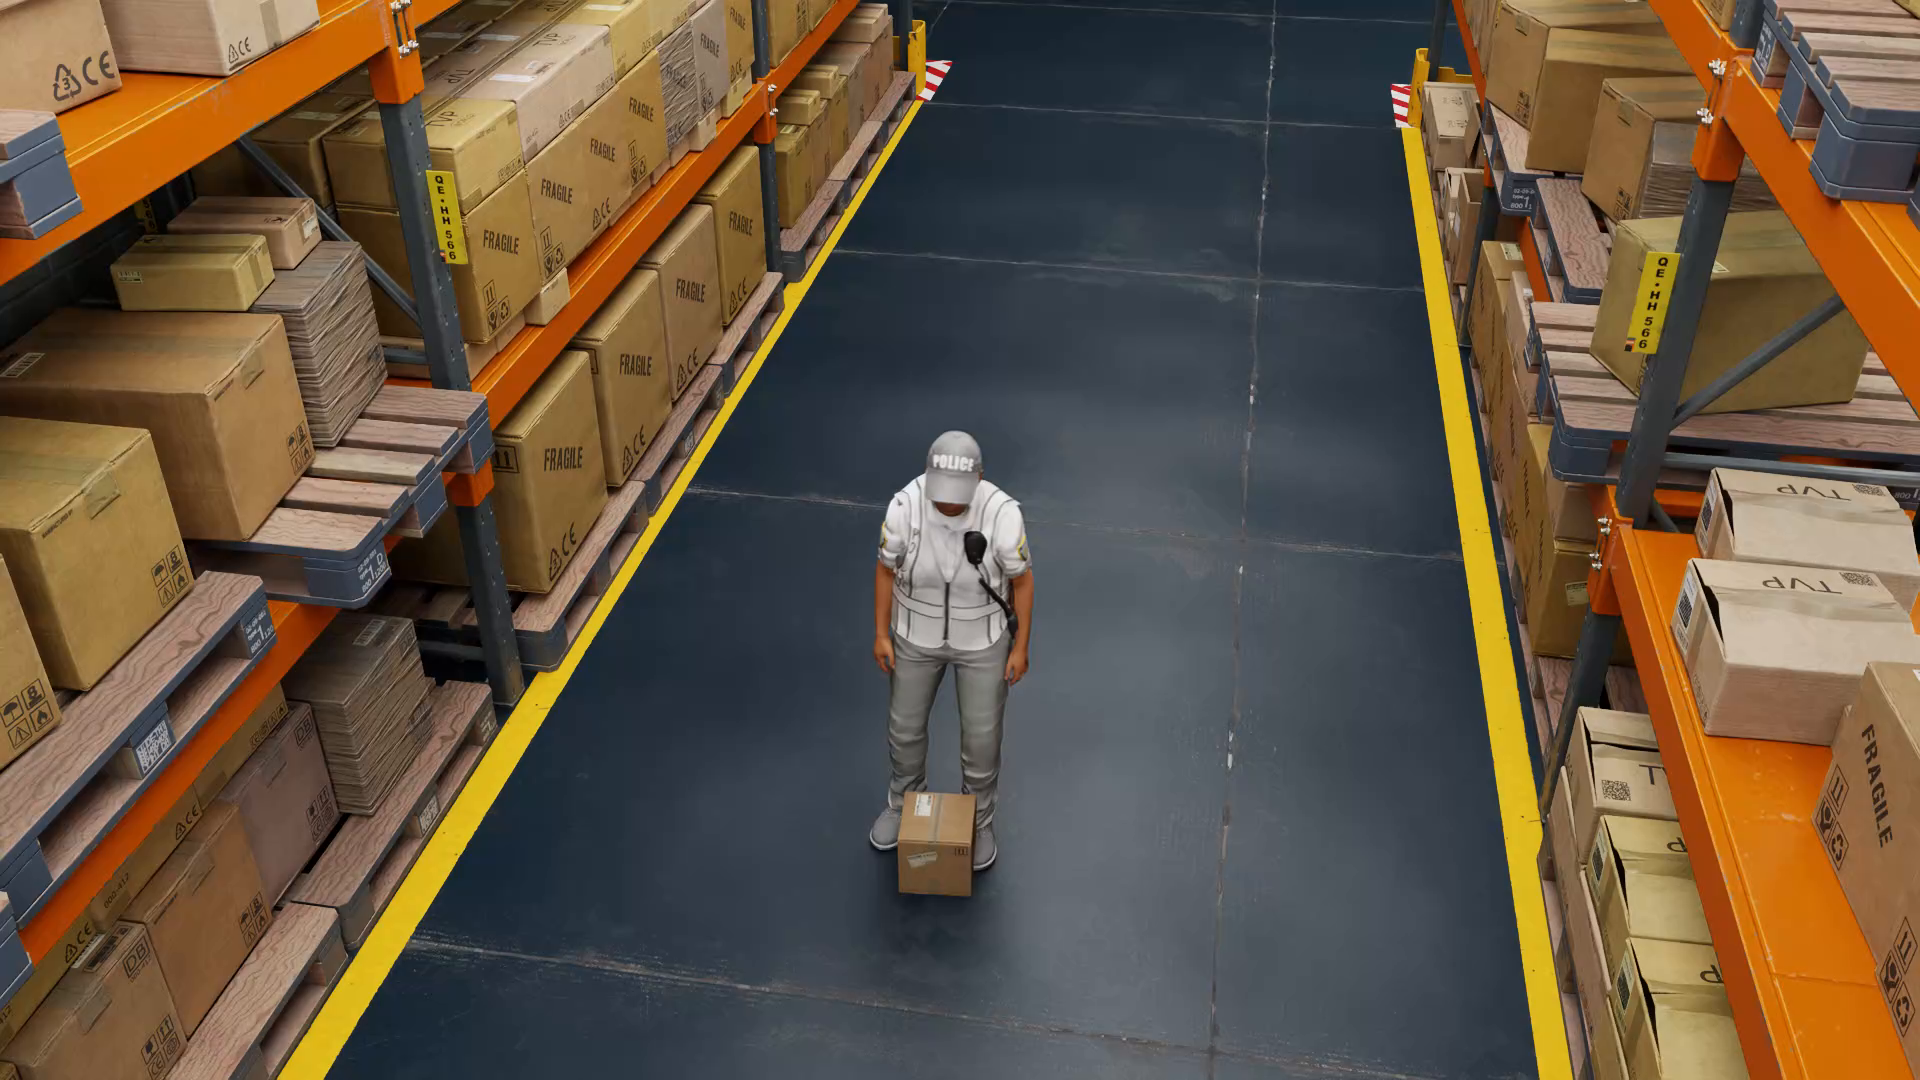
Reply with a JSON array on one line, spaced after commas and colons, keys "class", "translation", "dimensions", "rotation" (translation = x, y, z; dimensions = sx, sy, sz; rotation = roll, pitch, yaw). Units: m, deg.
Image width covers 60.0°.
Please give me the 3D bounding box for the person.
[{"class": "person", "translation": [-0.038, 0.348, 5.588], "dimensions": [0.553, 1.666, 0.471], "rotation": [5, 33, 7]}]
